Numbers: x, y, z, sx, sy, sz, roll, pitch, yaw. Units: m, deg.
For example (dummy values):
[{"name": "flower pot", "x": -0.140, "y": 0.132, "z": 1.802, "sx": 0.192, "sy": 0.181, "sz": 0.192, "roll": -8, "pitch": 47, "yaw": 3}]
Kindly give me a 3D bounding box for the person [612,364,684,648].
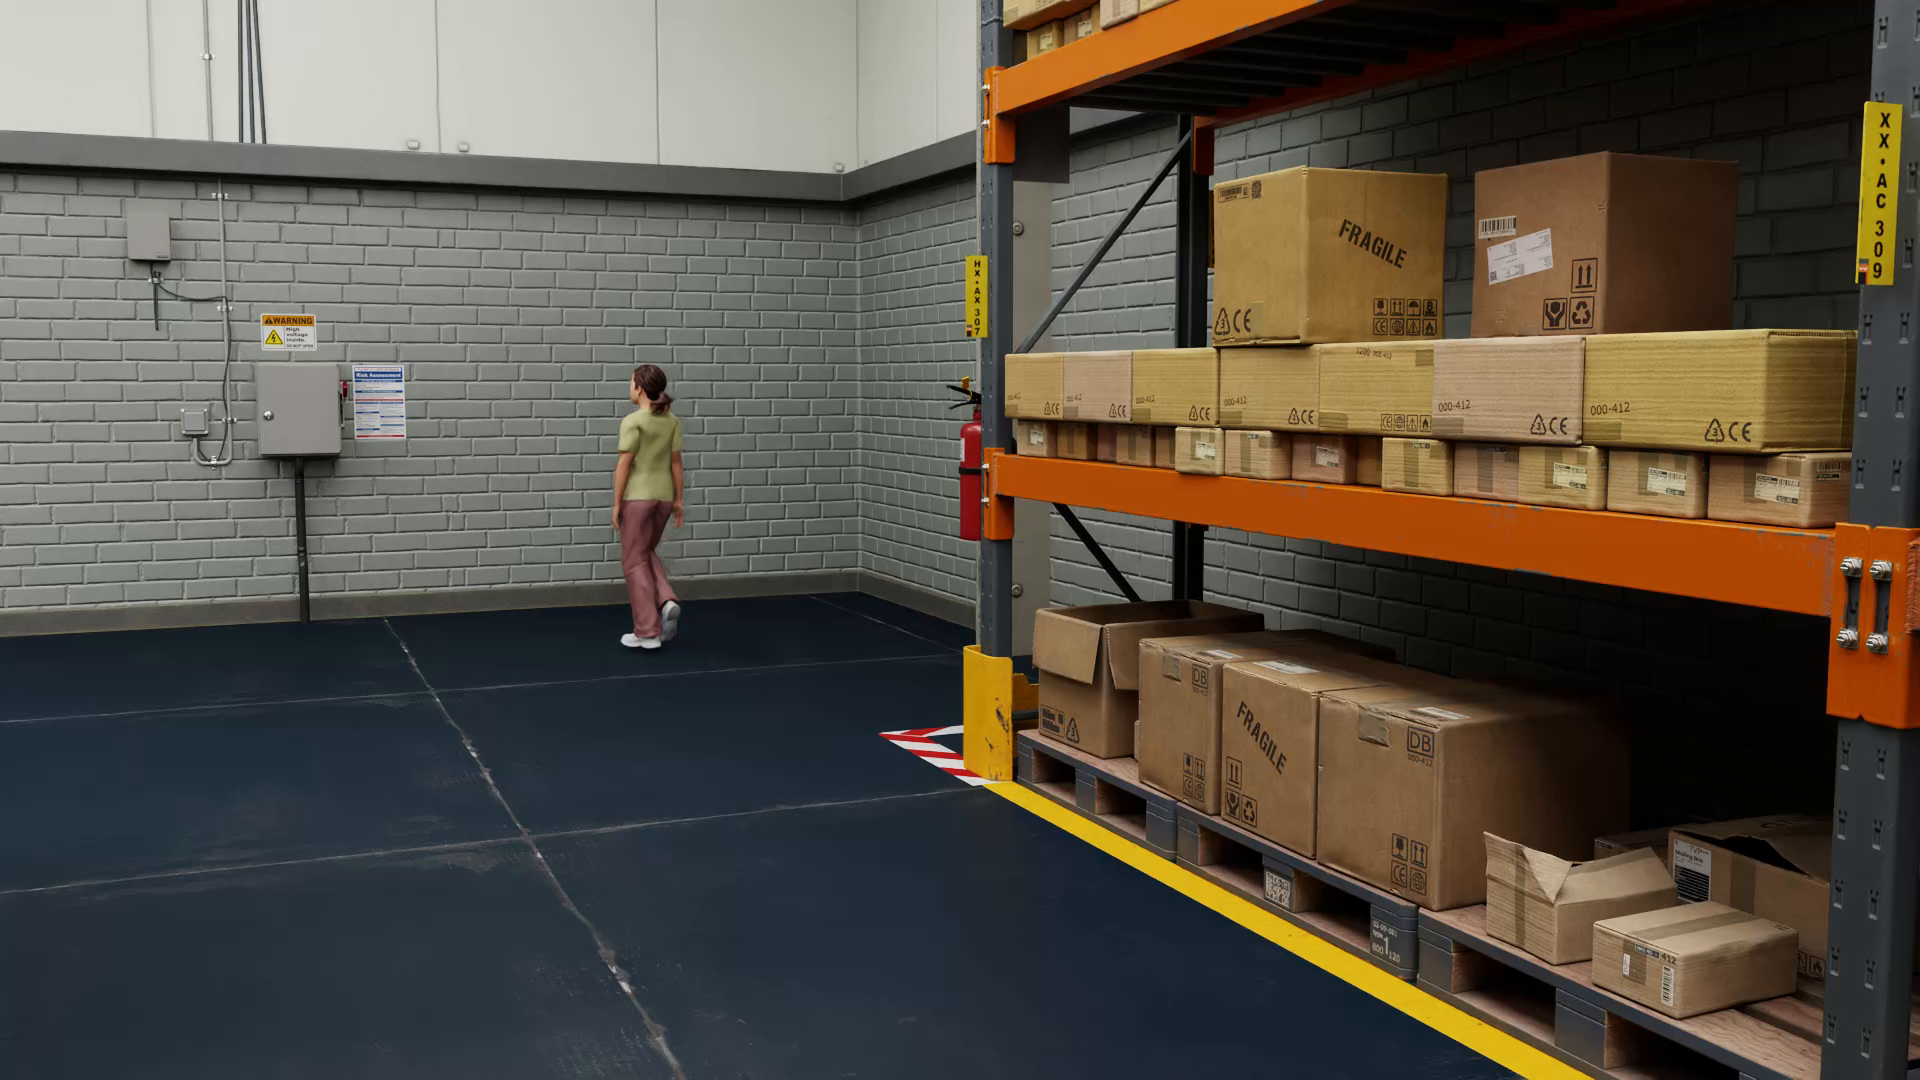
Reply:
[{"name": "person", "x": -1.876, "y": -0.200, "z": 9.810, "sx": 0.460, "sy": 1.664, "sz": 0.462, "roll": 4, "pitch": 7, "yaw": 37}]
